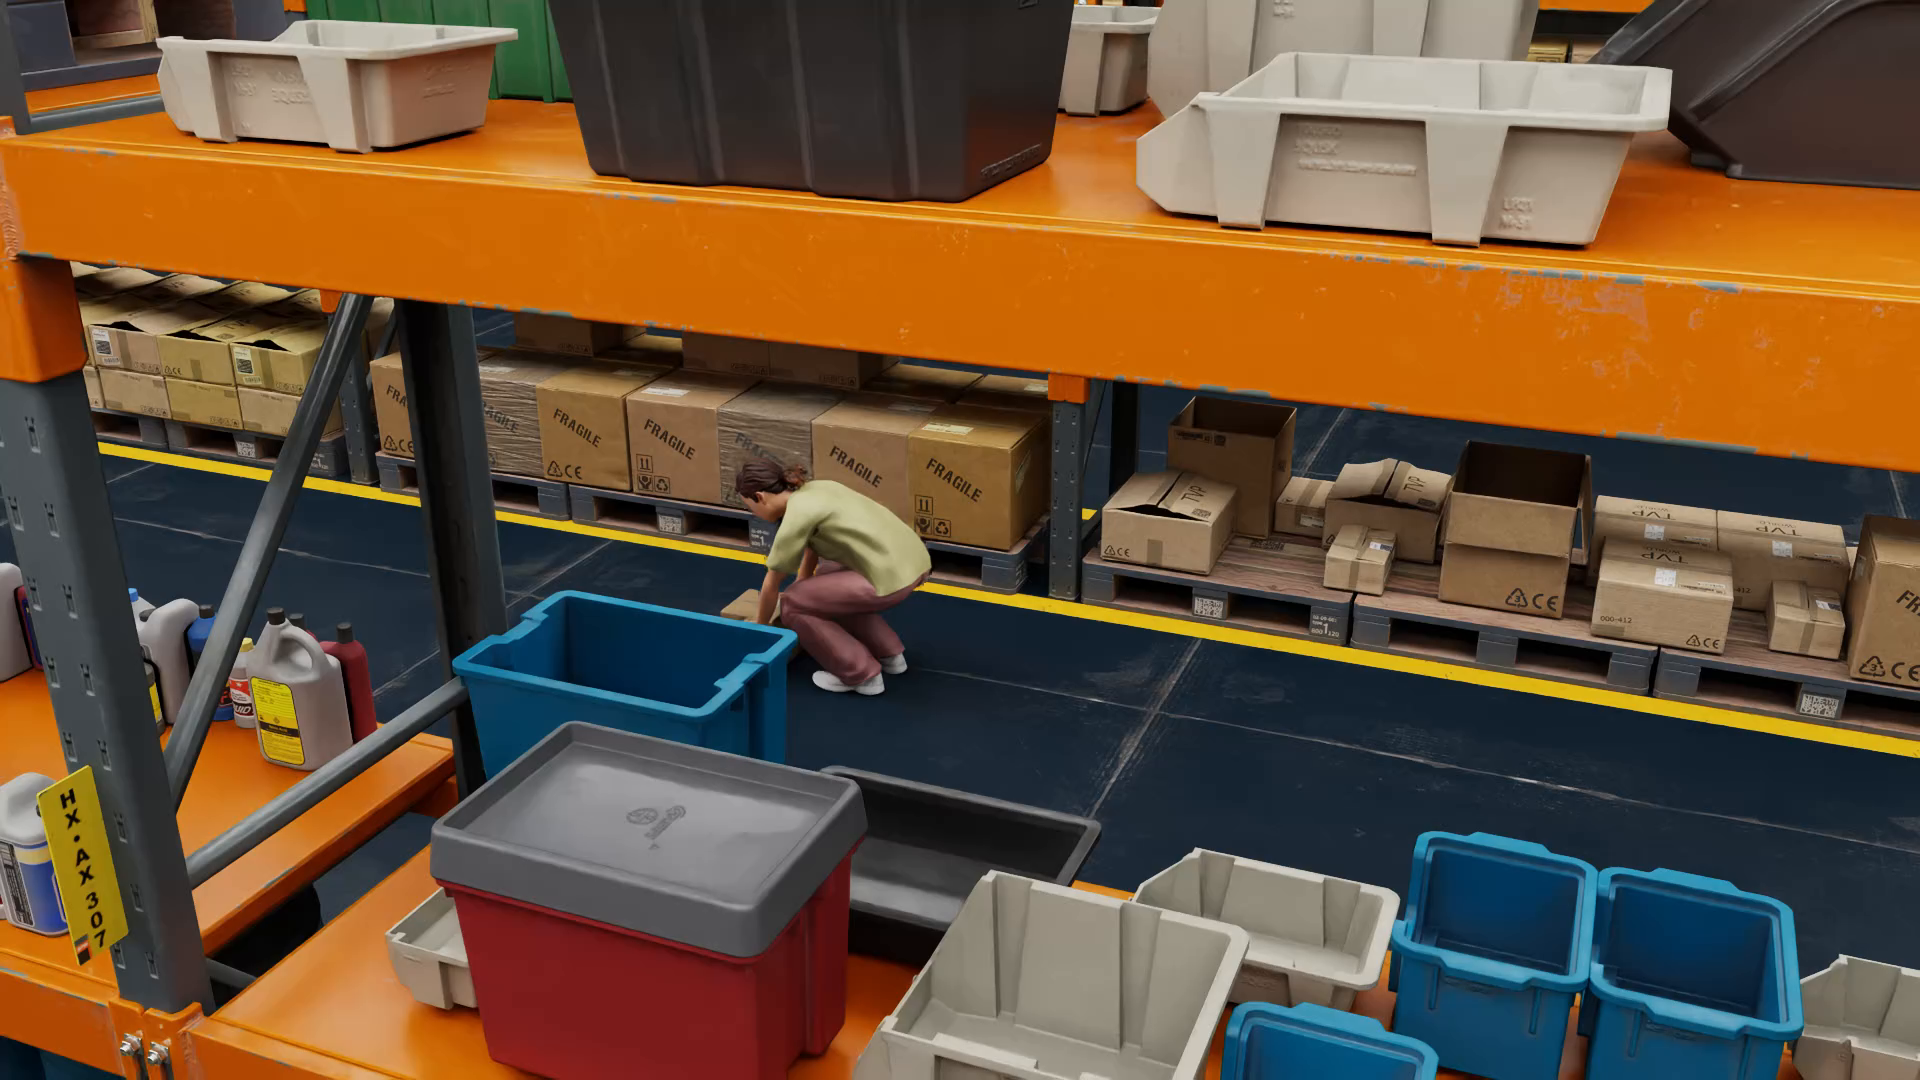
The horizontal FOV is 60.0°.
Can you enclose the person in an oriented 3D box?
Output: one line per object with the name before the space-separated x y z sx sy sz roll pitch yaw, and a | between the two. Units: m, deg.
person | -0.521 0.136 6.747 0.794 0.929 0.490 9 24 21
